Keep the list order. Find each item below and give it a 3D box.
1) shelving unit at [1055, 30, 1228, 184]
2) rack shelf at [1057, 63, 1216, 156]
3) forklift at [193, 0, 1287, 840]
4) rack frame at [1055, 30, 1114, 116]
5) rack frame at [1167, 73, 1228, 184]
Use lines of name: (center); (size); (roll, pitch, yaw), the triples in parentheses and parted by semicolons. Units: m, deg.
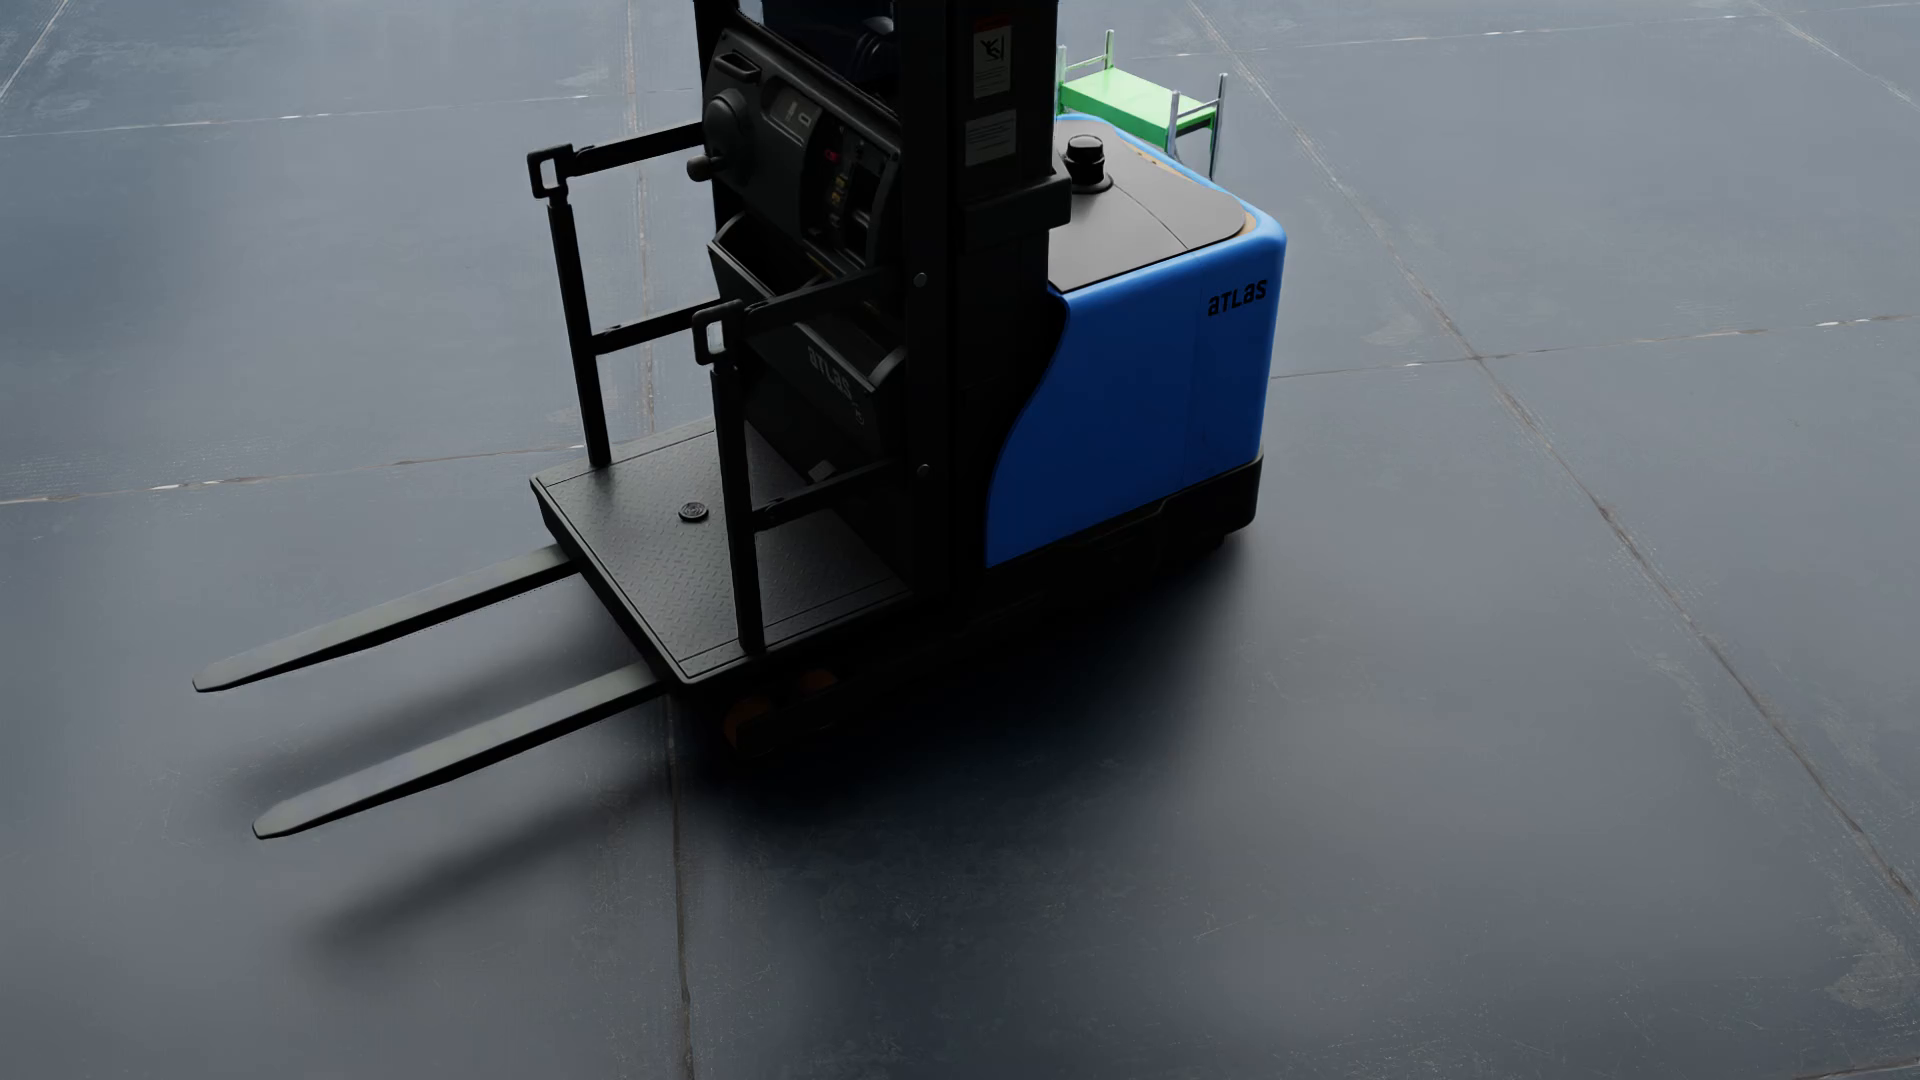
shelving unit: (0.562, -1.030, 5.592); (0.258, 1.200, 0.503); (-28, 46, -33)
rack shelf: (0.569, -1.362, 5.342); (0.258, 0.148, 0.480); (-28, 46, -33)
forklift: (-0.584, -0.943, 4.075); (3.031, 2.935, 1.130); (-22, 43, -25)
rack frame: (0.399, -1.142, 5.736); (0.240, 1.200, 0.015); (-28, 46, -33)
rack frame: (0.725, -0.918, 5.449); (0.240, 1.200, 0.015); (-28, 46, -33)
